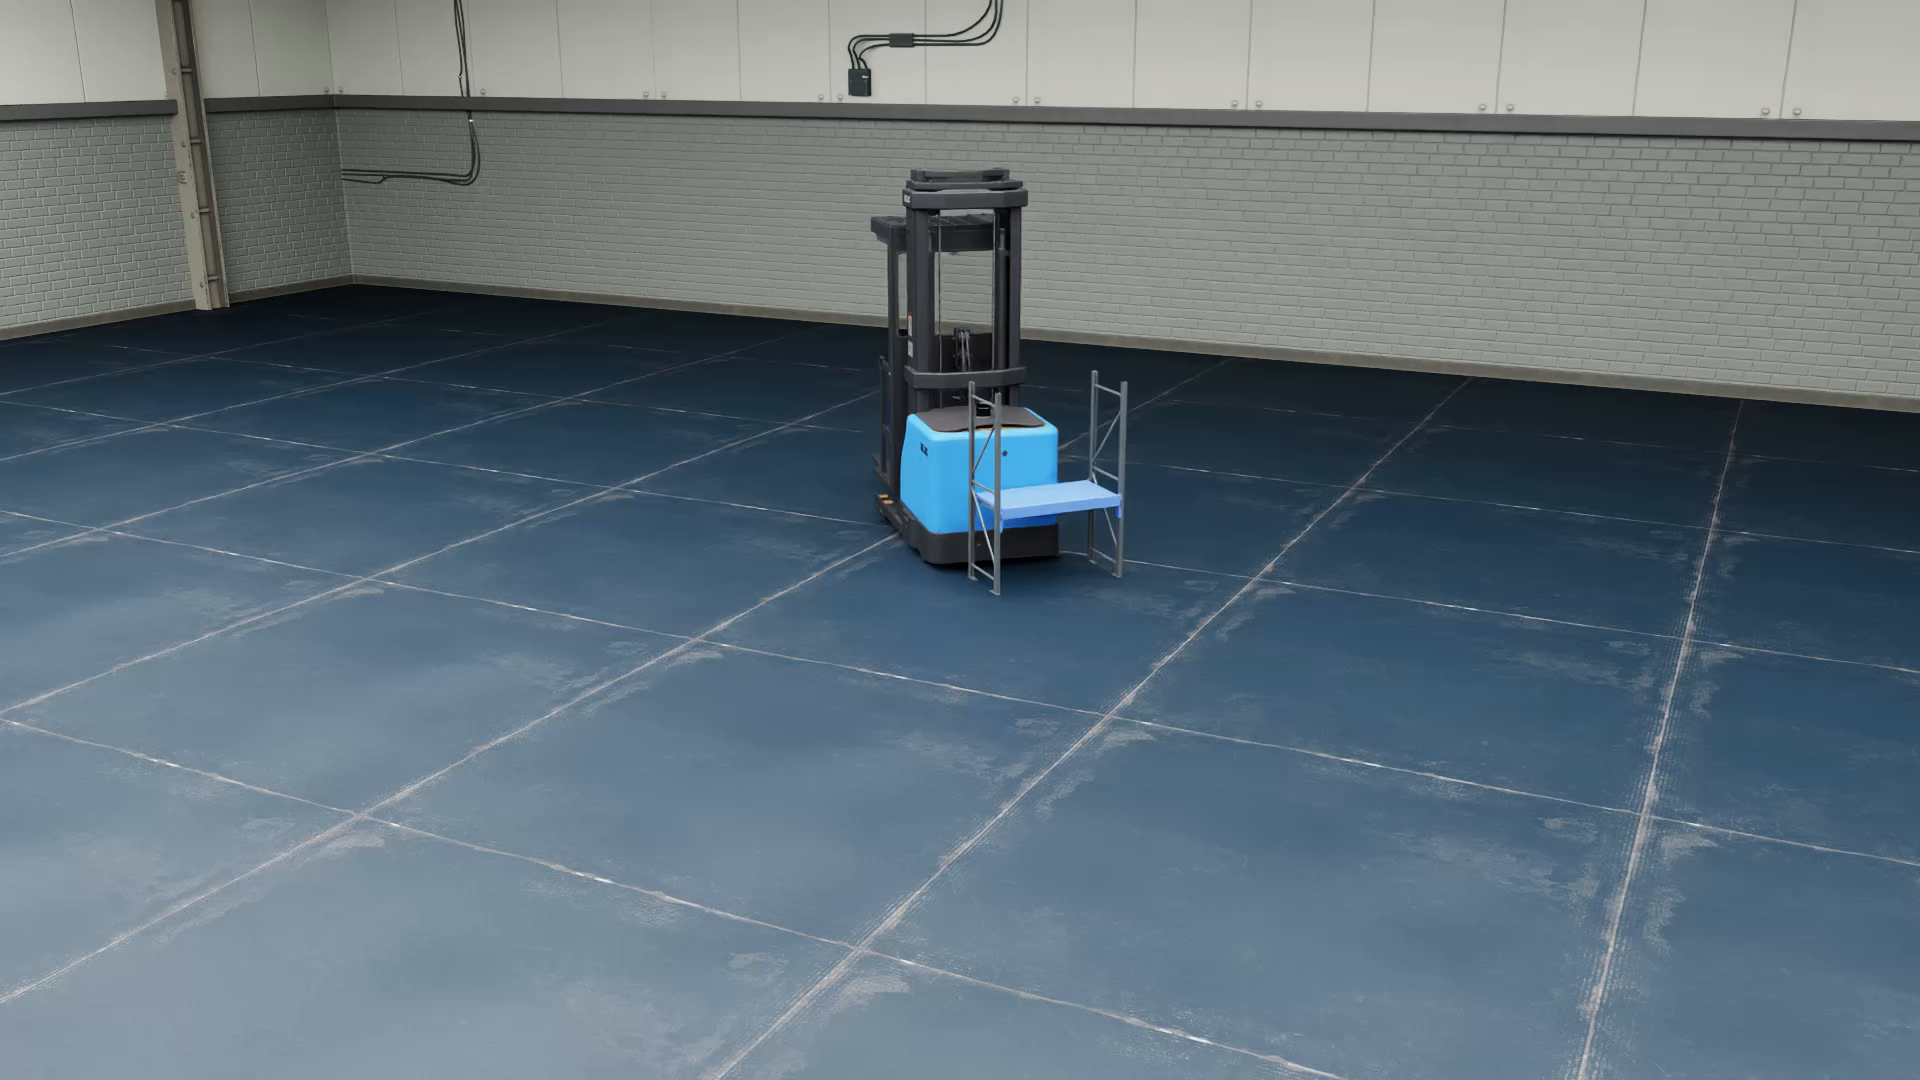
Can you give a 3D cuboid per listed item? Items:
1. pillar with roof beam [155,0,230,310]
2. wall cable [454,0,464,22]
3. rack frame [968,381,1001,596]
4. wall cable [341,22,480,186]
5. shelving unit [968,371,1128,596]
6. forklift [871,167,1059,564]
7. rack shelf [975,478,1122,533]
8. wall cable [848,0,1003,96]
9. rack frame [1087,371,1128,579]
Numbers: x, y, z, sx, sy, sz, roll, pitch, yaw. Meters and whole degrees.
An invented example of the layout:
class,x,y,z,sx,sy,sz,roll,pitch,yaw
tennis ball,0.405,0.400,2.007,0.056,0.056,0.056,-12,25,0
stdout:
class,x,y,z,sx,sy,sz,roll,pitch,yaw
pillar with roof beam,-7.628,-7.334,22.412,9.100,9.000,0.400,8,18,25
wall cable,-6.560,-9.052,24.781,3.097,2.526,0.112,8,18,25
rack frame,0.178,-0.378,12.164,0.032,1.500,0.500,-7,18,-23
wall cable,-8.980,-6.976,26.658,3.097,2.526,0.112,8,18,25
shelving unit,0.643,-0.437,12.360,1.048,1.500,0.538,-7,18,-23
forklift,-0.105,-1.601,13.768,1.130,2.935,3.031,-4,17,-14
rack shelf,0.643,-0.264,12.411,1.000,0.185,0.538,-7,18,-23
wall cable,-0.494,-8.882,21.652,2.305,6.003,0.169,8,18,25
rack frame,1.109,-0.495,12.556,0.032,1.500,0.500,-7,18,-23
